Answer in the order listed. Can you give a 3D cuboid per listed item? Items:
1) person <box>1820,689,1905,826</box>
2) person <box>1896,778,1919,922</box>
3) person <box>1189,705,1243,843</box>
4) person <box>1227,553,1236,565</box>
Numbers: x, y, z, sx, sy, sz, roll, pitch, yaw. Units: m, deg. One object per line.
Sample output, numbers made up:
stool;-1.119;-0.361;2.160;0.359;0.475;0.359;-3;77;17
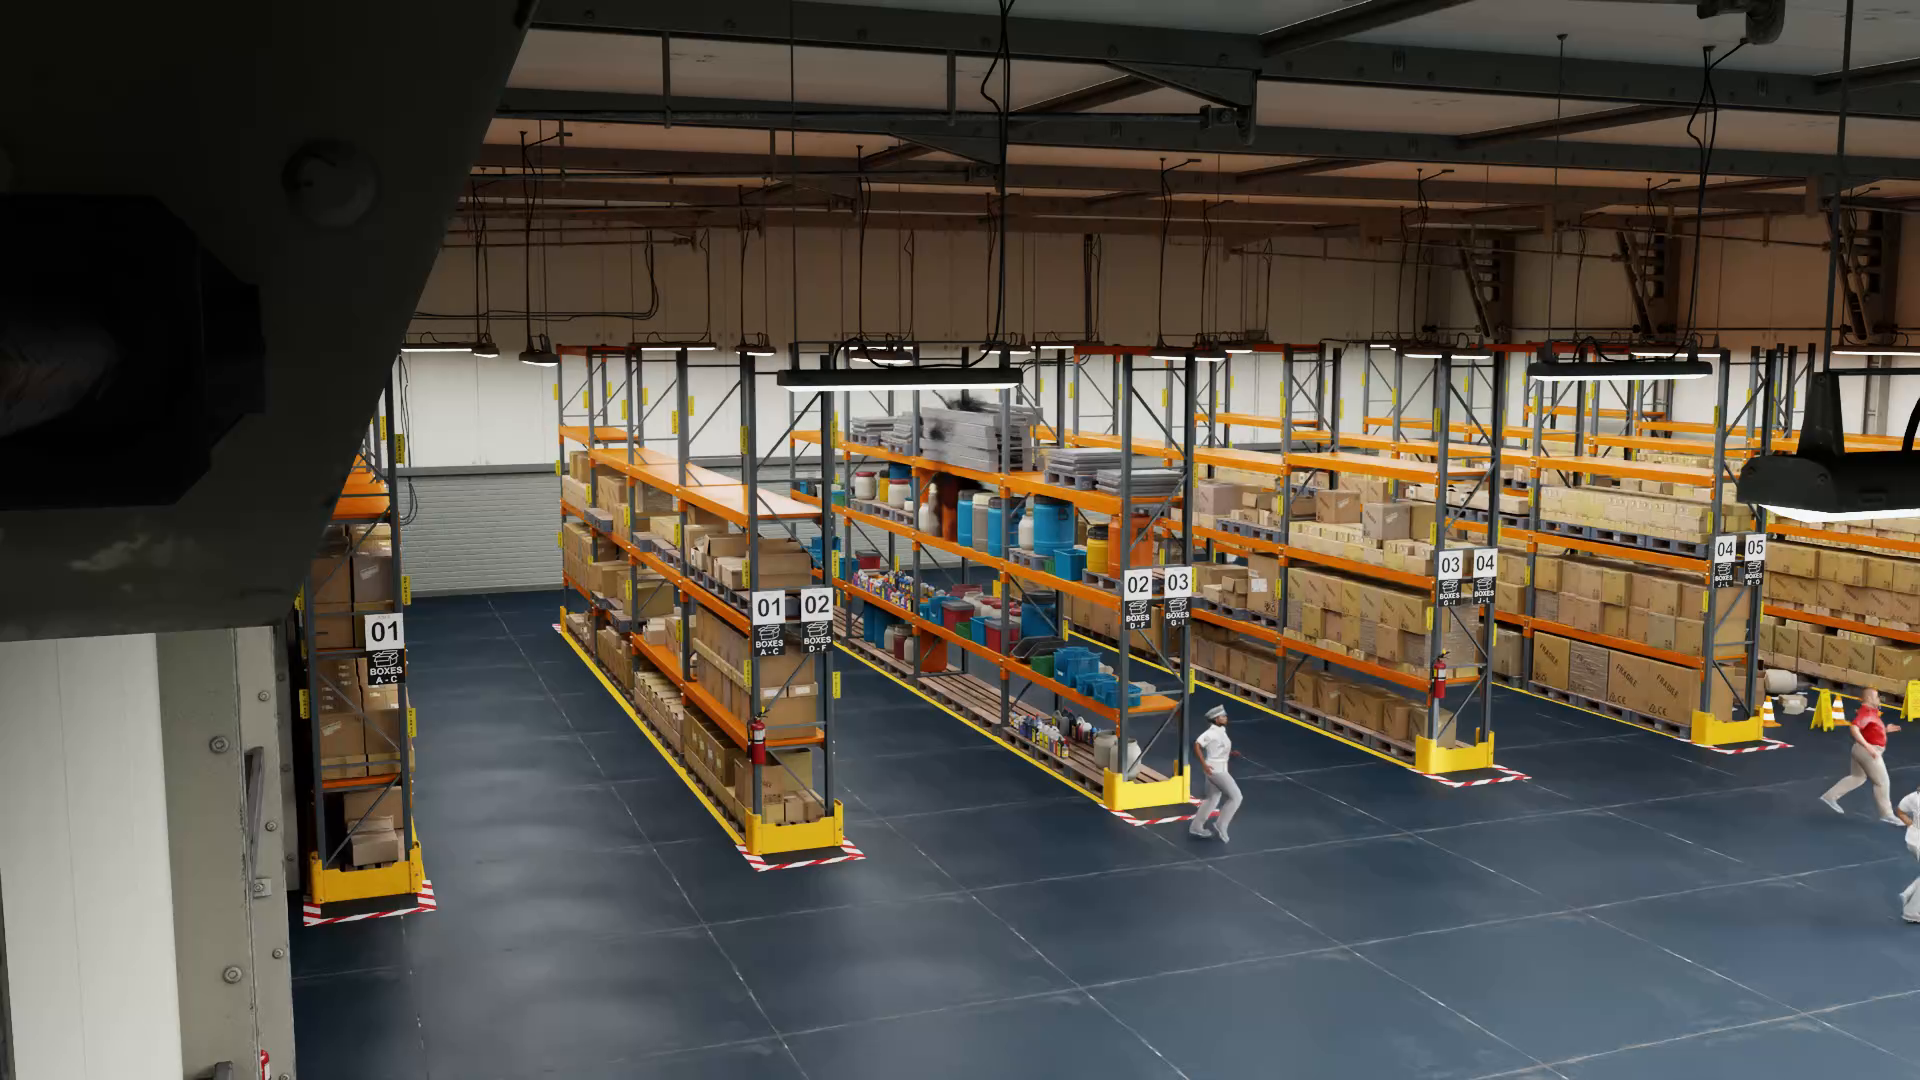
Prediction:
person;11.633;2.755;21.325;0.983;1.722;0.661;2;8;16
person;10.381;3.271;17.746;0.559;1.627;0.592;1;7;4
person;3.184;2.895;20.663;0.652;1.716;0.573;1;7;8
person;6.816;0.204;41.882;0.772;1.622;0.878;-7;10;-42
